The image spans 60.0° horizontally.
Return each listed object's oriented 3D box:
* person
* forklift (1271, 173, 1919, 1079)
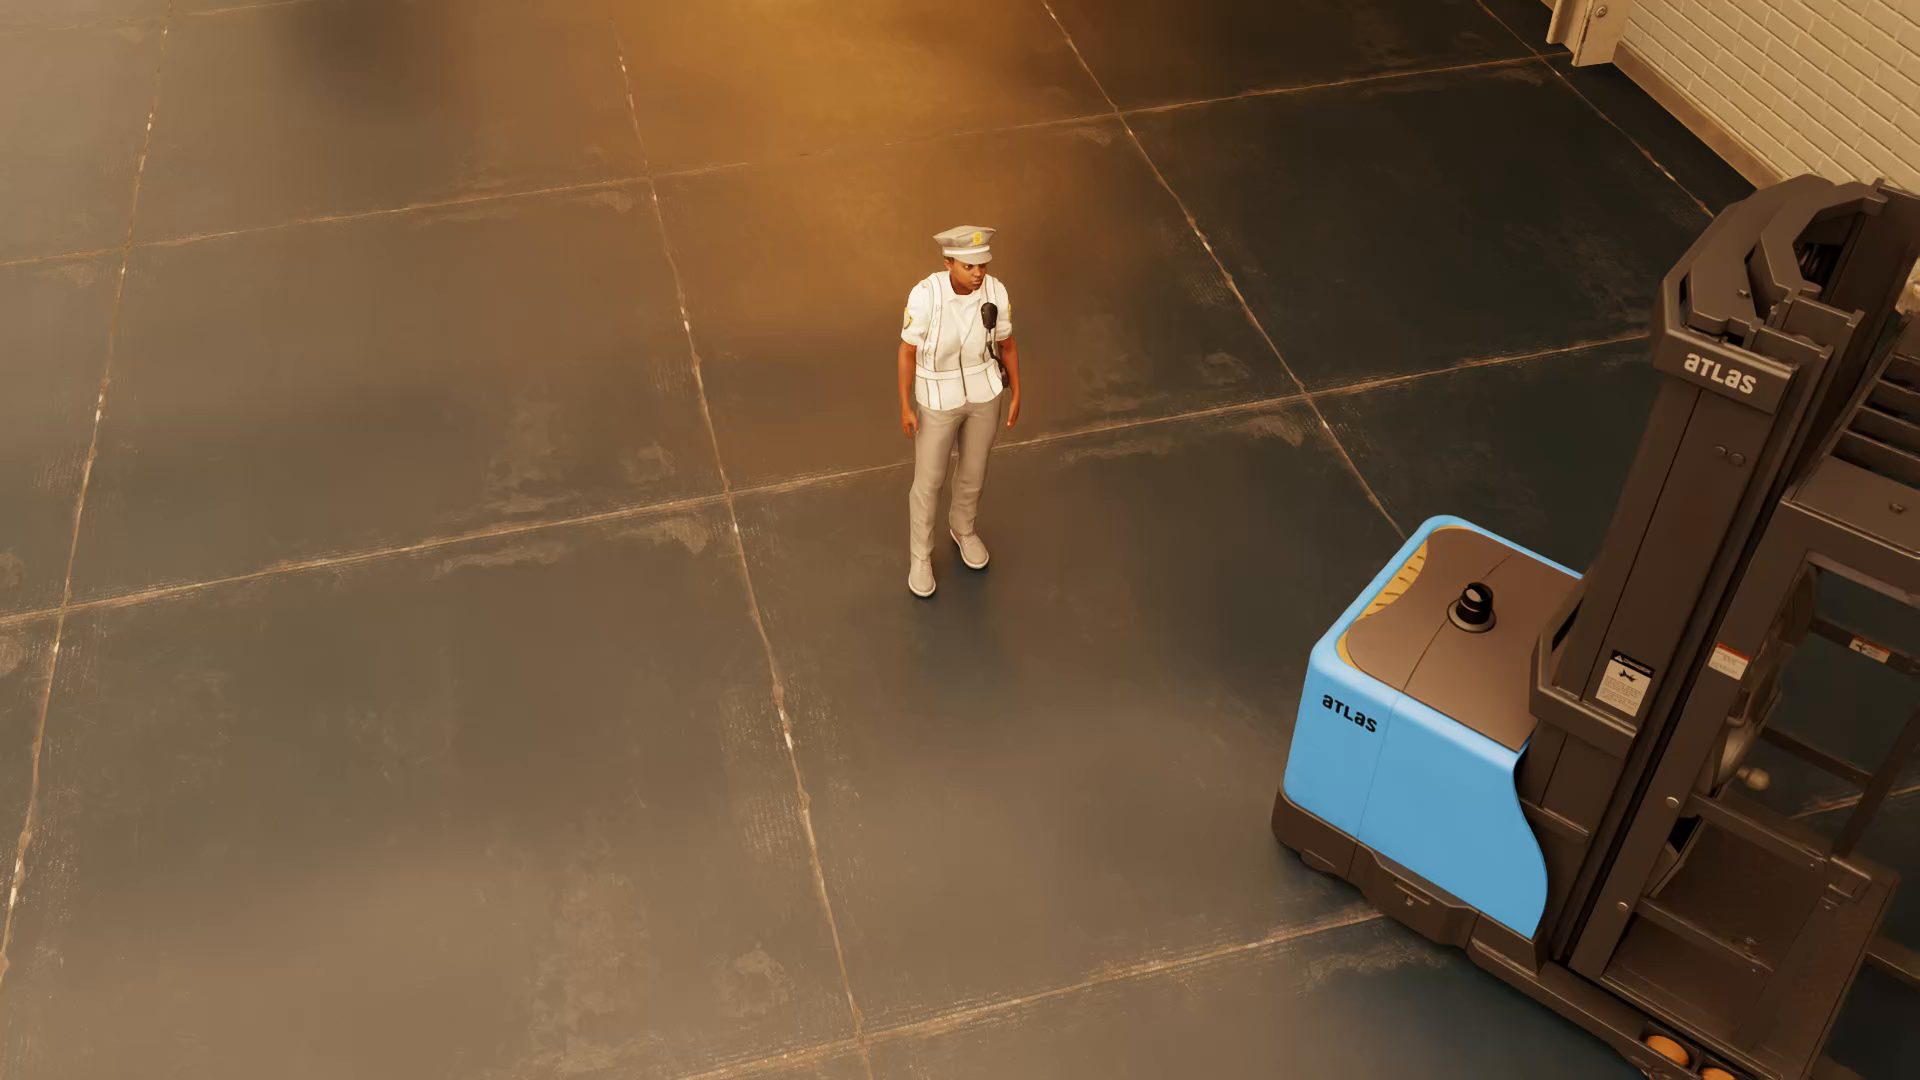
[{"bbox_3d":[0.000,-0.568,7.136,0.569,1.695,0.530,-10,44,-11],"label":"person"},{"bbox_3d":[2.680,0.488,5.129,3.031,2.935,1.130,29,51,27],"label":"forklift"}]
